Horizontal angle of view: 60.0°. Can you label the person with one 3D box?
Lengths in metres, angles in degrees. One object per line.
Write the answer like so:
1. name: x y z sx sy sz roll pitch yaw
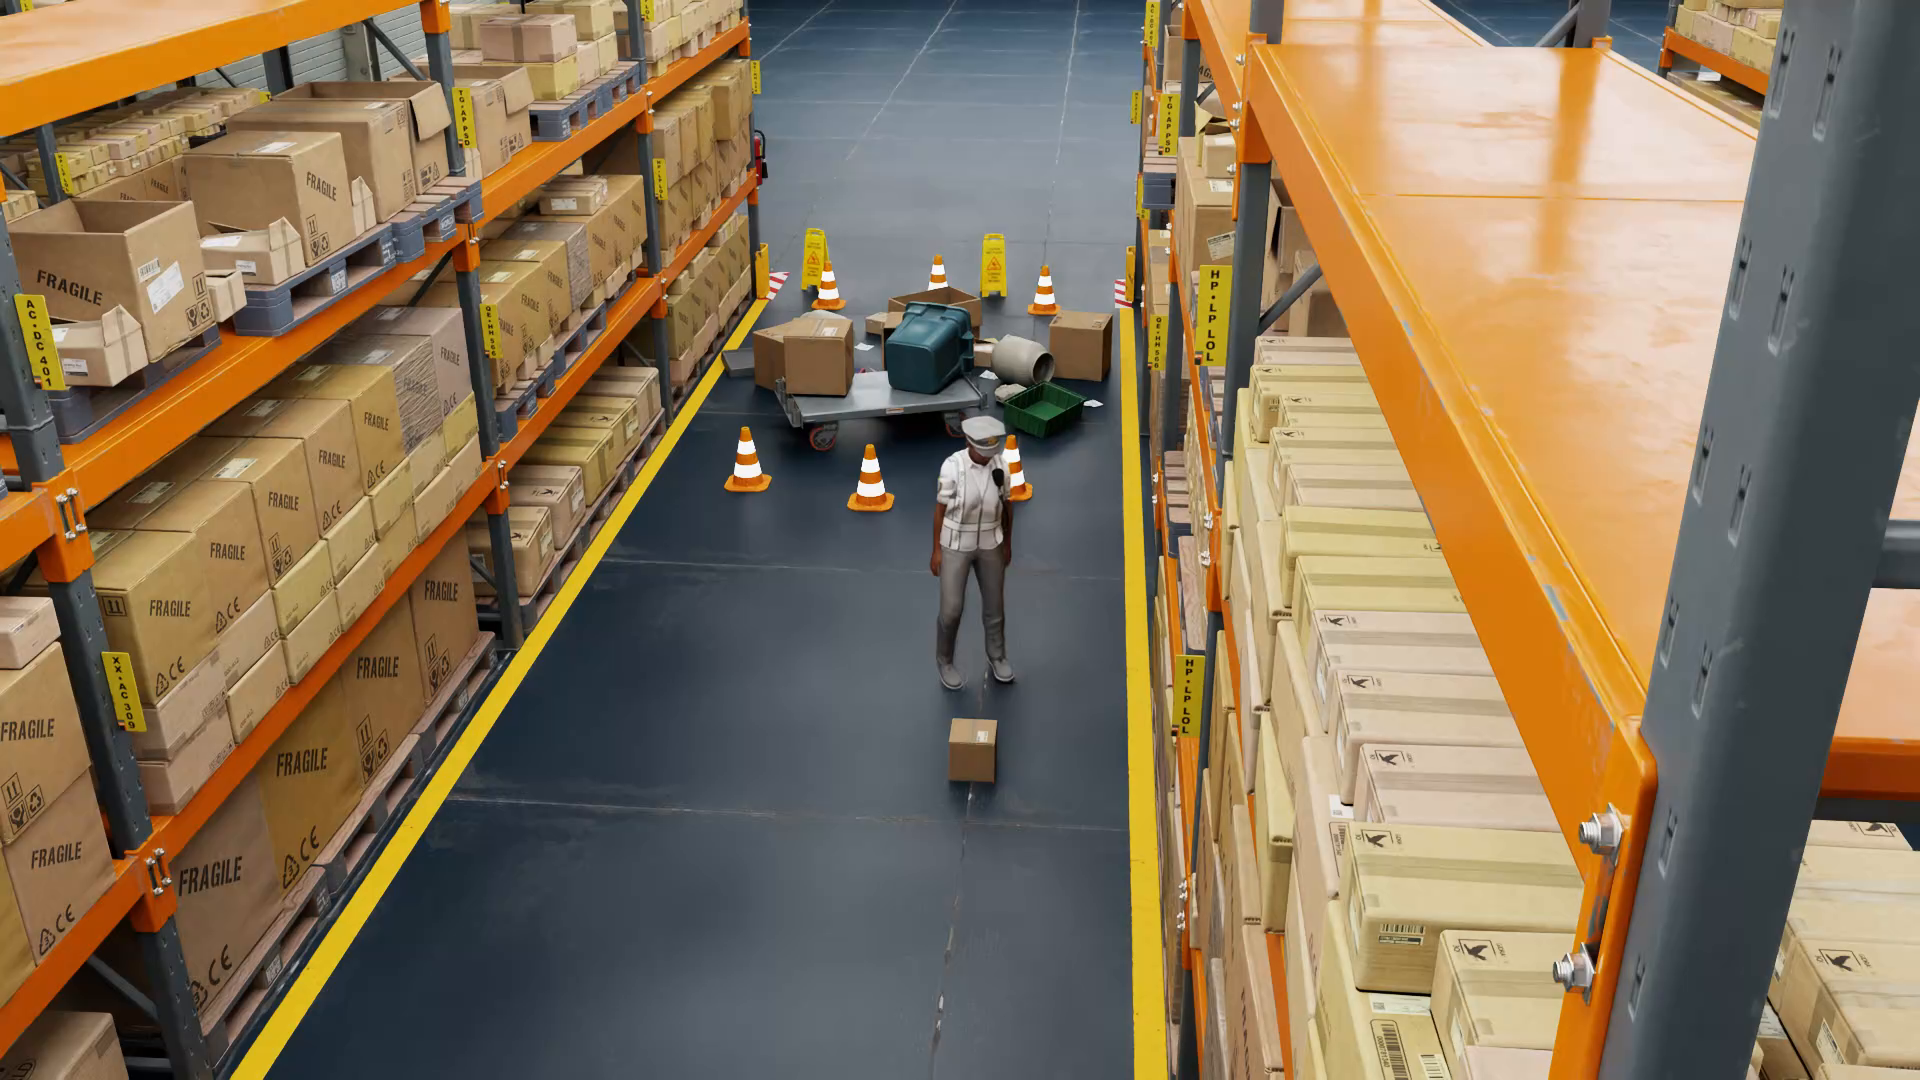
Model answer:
1. person: 0.081 0.066 9.805 0.516 1.660 0.372 -8 26 -16
